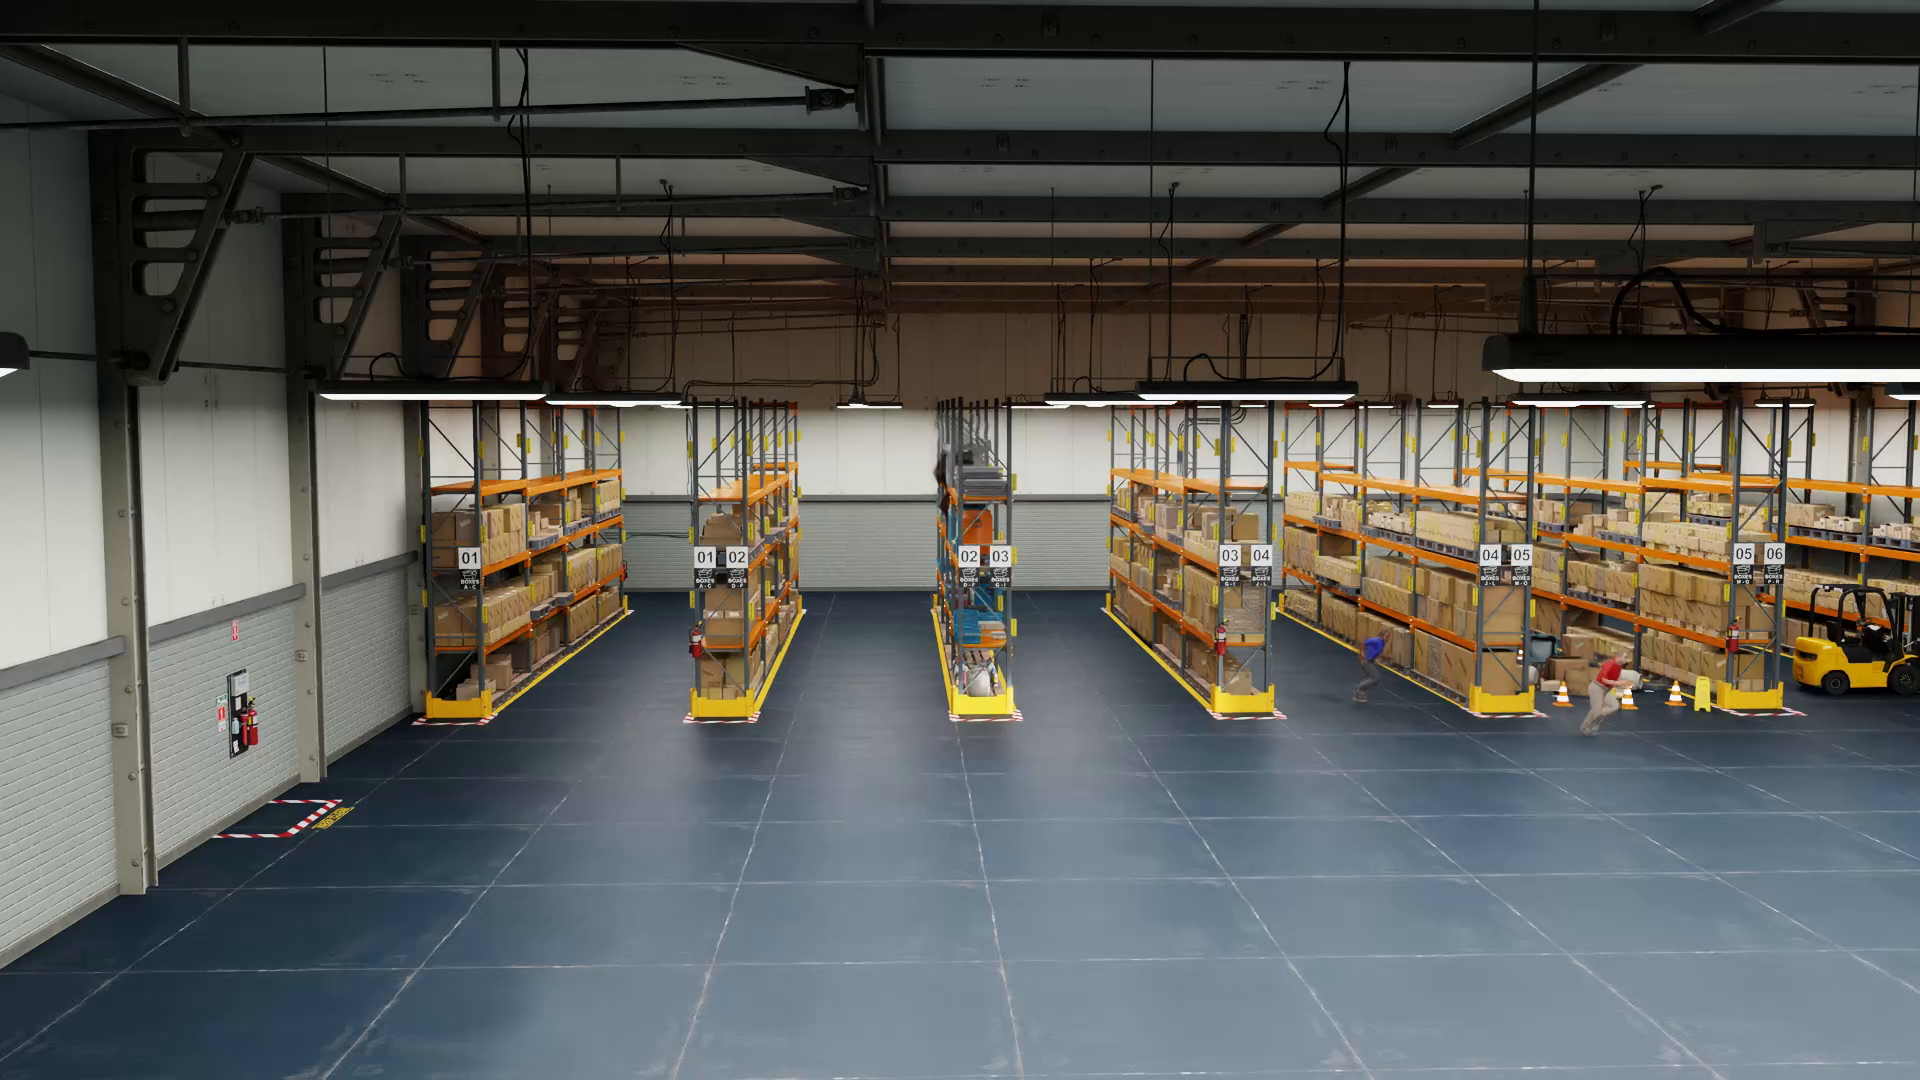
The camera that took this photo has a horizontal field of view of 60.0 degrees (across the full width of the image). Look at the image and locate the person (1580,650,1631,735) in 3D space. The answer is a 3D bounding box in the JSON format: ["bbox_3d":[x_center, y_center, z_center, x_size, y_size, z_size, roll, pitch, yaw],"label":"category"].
[{"bbox_3d":[11.421,2.679,29.318,0.700,1.557,0.912,-4,6,-44],"label":"person"}]

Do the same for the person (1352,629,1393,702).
[{"bbox_3d":[8.071,2.472,32.590,0.832,1.469,0.602,4,6,39],"label":"person"}]

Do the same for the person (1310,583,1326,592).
[{"bbox_3d":[10.684,1.009,49.595,0.625,1.746,0.658,-2,5,-20],"label":"person"}]
